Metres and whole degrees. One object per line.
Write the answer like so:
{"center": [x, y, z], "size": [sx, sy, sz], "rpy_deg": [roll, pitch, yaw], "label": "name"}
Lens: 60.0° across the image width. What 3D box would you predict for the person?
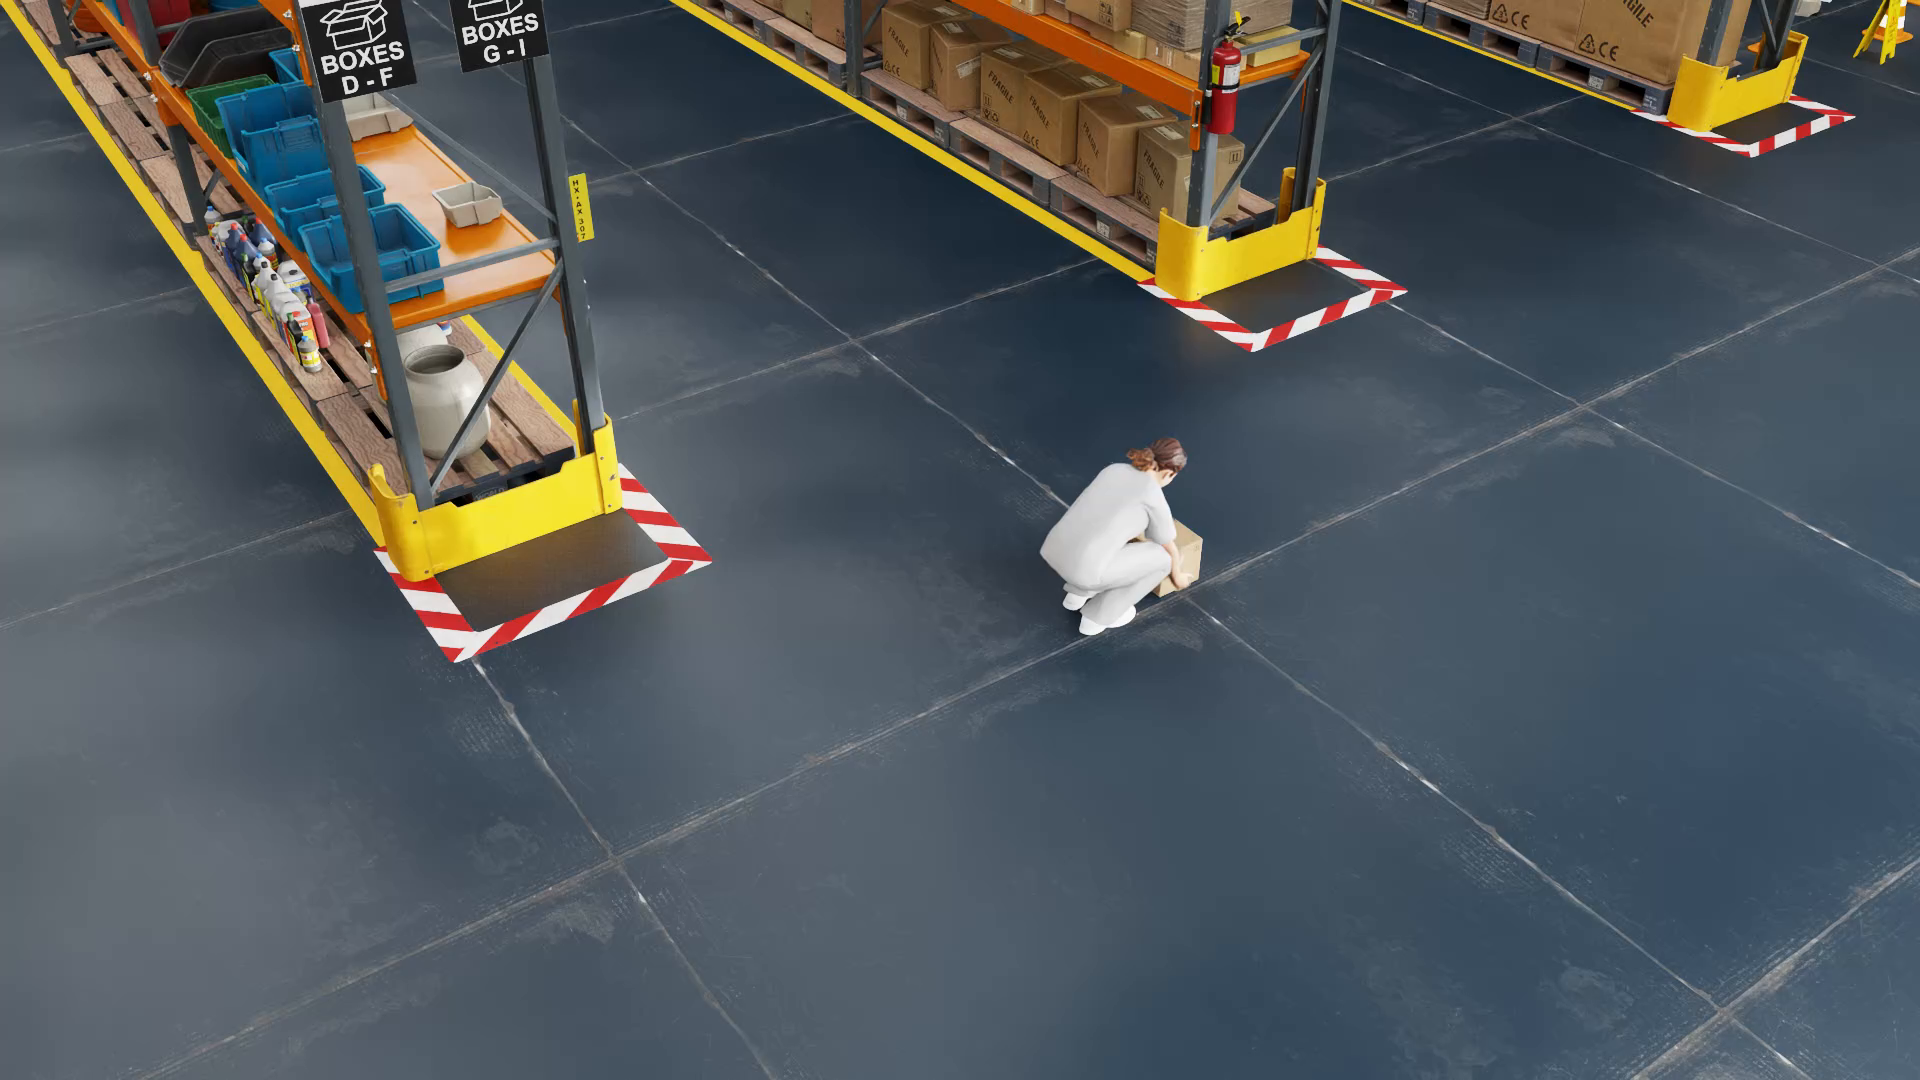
{"center": [0.748, -0.011, 7.802], "size": [0.810, 0.811, 0.475], "rpy_deg": [-23, 42, -28], "label": "person"}
